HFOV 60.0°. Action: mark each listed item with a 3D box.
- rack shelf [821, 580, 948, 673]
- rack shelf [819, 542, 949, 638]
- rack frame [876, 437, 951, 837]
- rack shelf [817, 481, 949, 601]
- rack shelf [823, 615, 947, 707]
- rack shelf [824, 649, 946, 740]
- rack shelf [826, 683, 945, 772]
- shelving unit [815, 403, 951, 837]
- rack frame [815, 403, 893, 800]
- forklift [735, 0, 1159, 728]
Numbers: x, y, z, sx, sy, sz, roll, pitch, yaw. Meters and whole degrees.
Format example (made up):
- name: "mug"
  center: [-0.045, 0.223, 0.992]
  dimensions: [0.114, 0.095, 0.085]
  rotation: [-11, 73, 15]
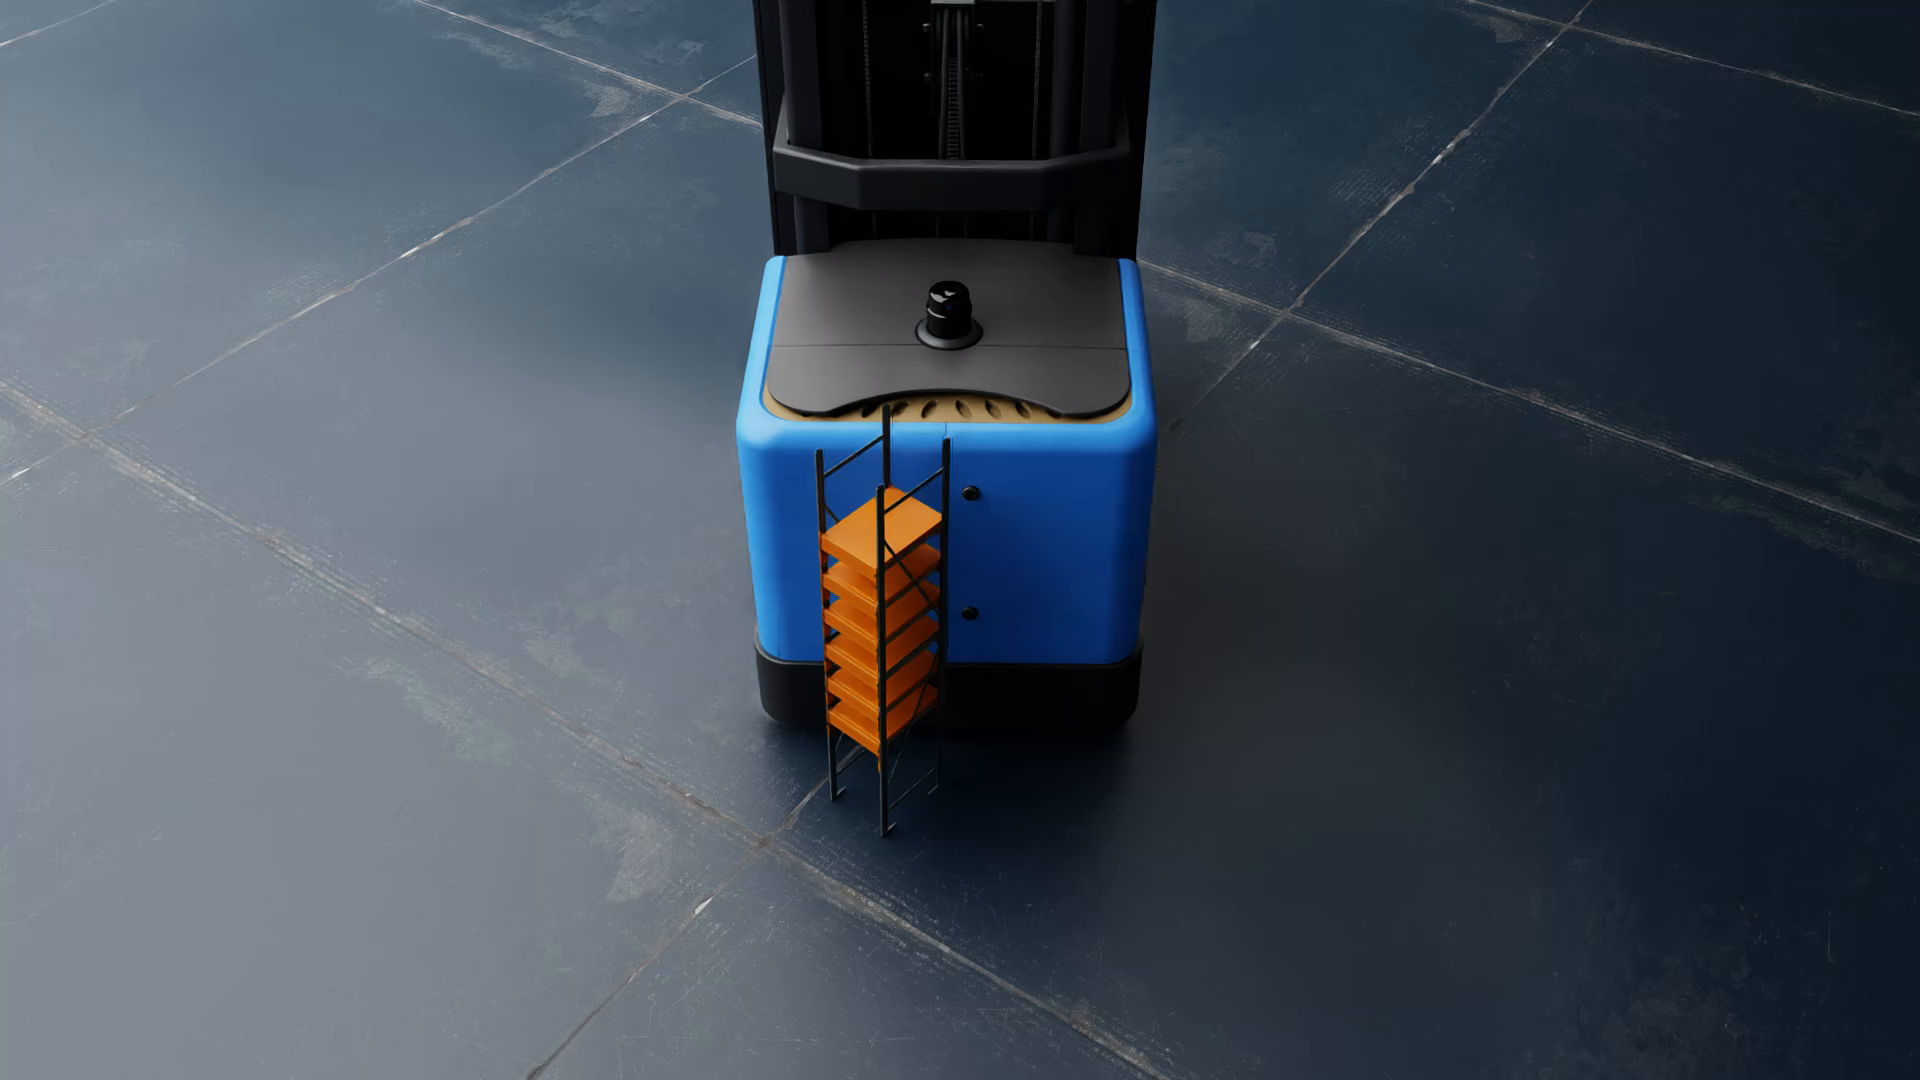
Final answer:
- name: "rack shelf"
  center: [-0.182, 0.178, 4.033]
  dimensions: [0.180, 0.103, 0.258]
  rotation: [31, 49, 28]
- name: "rack shelf"
  center: [-0.180, 0.089, 3.953]
  dimensions: [0.180, 0.103, 0.258]
  rotation: [31, 49, 28]
- name: "rack frame"
  center: [-0.114, 0.275, 4.040]
  dimensions: [0.006, 1.200, 0.240]
  rotation: [31, 49, 28]
- name: "rack shelf"
  center: [-0.177, 0.000, 3.872]
  dimensions: [0.180, 0.103, 0.258]
  rotation: [31, 49, 28]
- name: "rack shelf"
  center: [-0.185, 0.267, 4.113]
  dimensions: [0.180, 0.103, 0.258]
  rotation: [31, 49, 28]
- name: "rack shelf"
  center: [-0.188, 0.356, 4.194]
  dimensions: [0.180, 0.103, 0.258]
  rotation: [31, 49, 28]
- name: "rack shelf"
  center: [-0.190, 0.445, 4.274]
  dimensions: [0.180, 0.103, 0.258]
  rotation: [31, 49, 28]
- name: "shelving unit"
  center: [-0.184, 0.234, 4.084]
  dimensions: [0.189, 1.200, 0.258]
  rotation: [31, 49, 28]
- name: "rack frame"
  center: [-0.253, 0.193, 4.127]
  dimensions: [0.006, 1.200, 0.240]
  rotation: [31, 49, 28]
- name: "forklift"
  center: [-0.011, -1.536, 4.768]
  dimensions: [1.130, 2.935, 3.031]
  rotation: [1, 42, 1]
